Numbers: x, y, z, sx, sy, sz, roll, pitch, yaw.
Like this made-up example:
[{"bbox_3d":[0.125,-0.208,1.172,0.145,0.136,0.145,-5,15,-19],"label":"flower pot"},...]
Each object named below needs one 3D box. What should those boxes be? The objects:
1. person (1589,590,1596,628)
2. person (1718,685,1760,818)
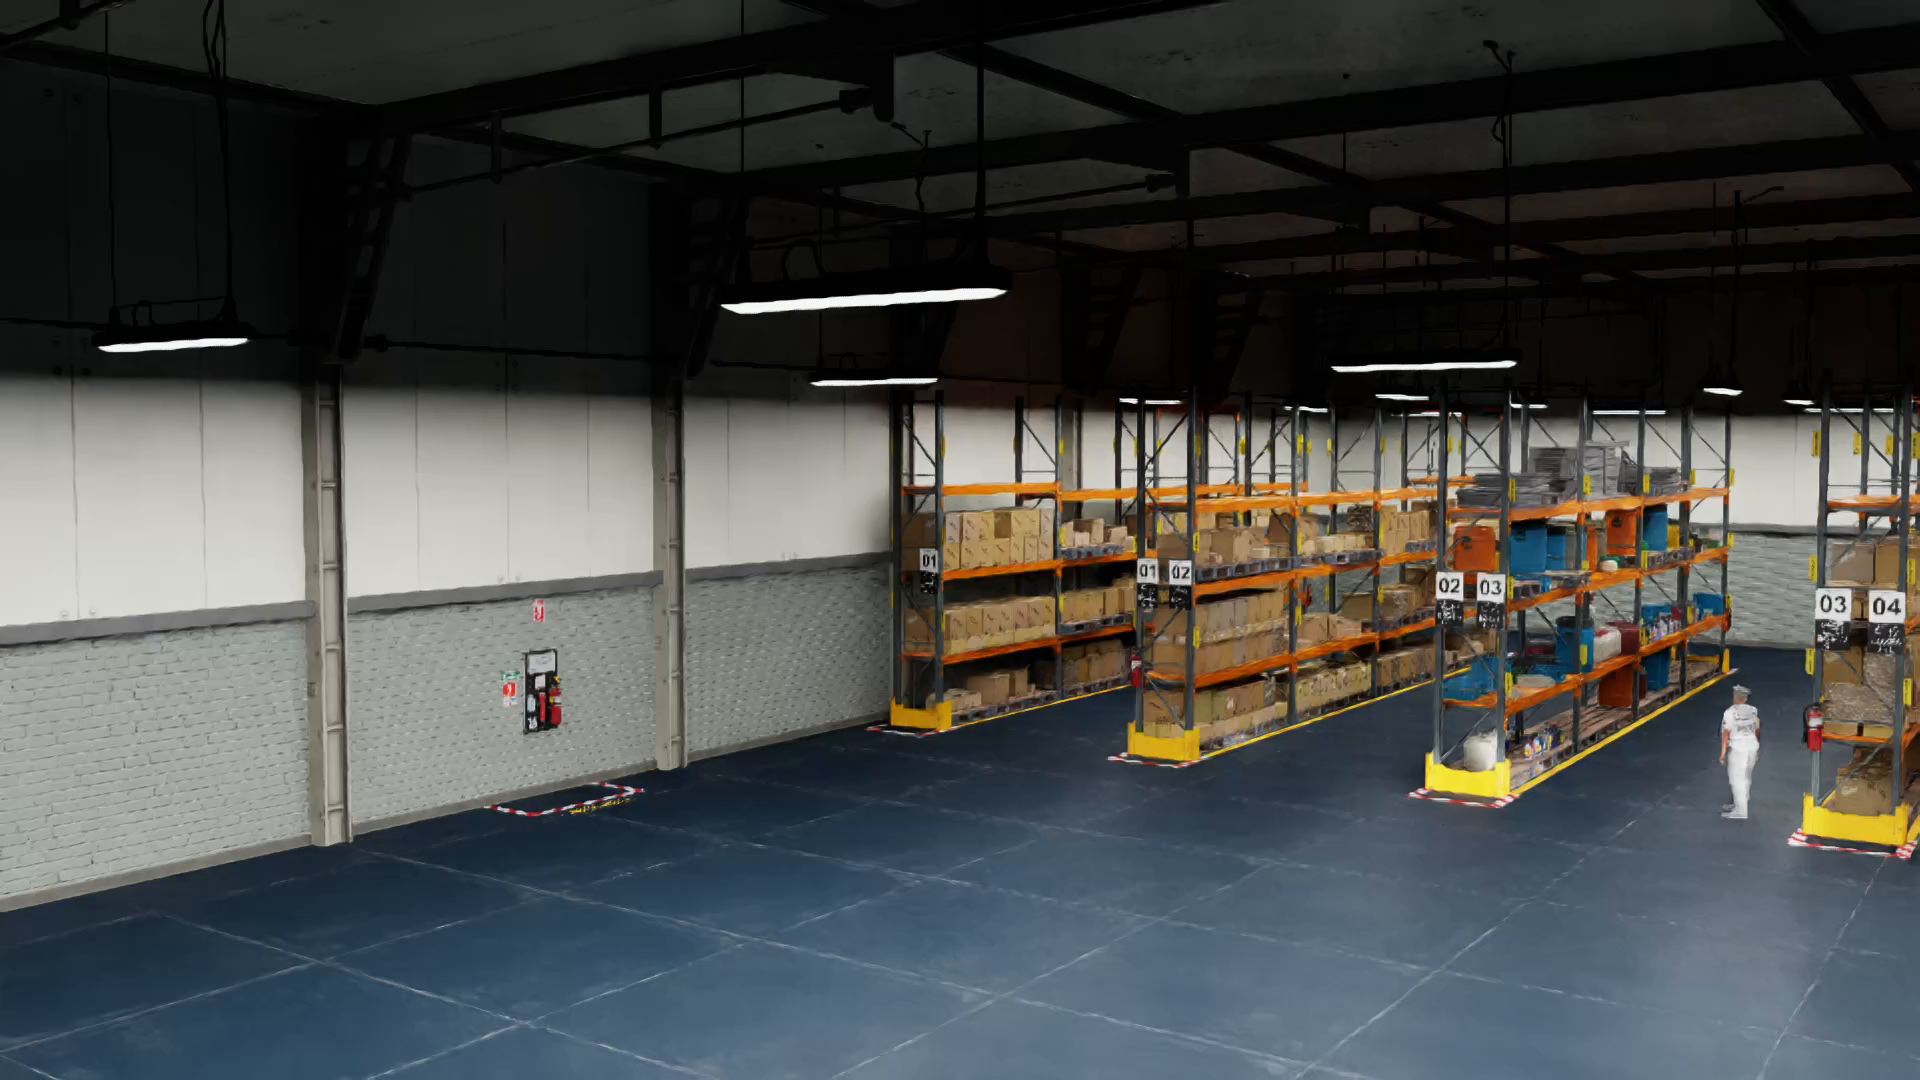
[{"bbox_3d":[14.254,1.973,37.708,0.388,1.768,0.704,1,4,24],"label":"person"},{"bbox_3d":[10.516,2.846,22.503,0.654,1.748,0.574,-1,4,-23],"label":"person"}]
